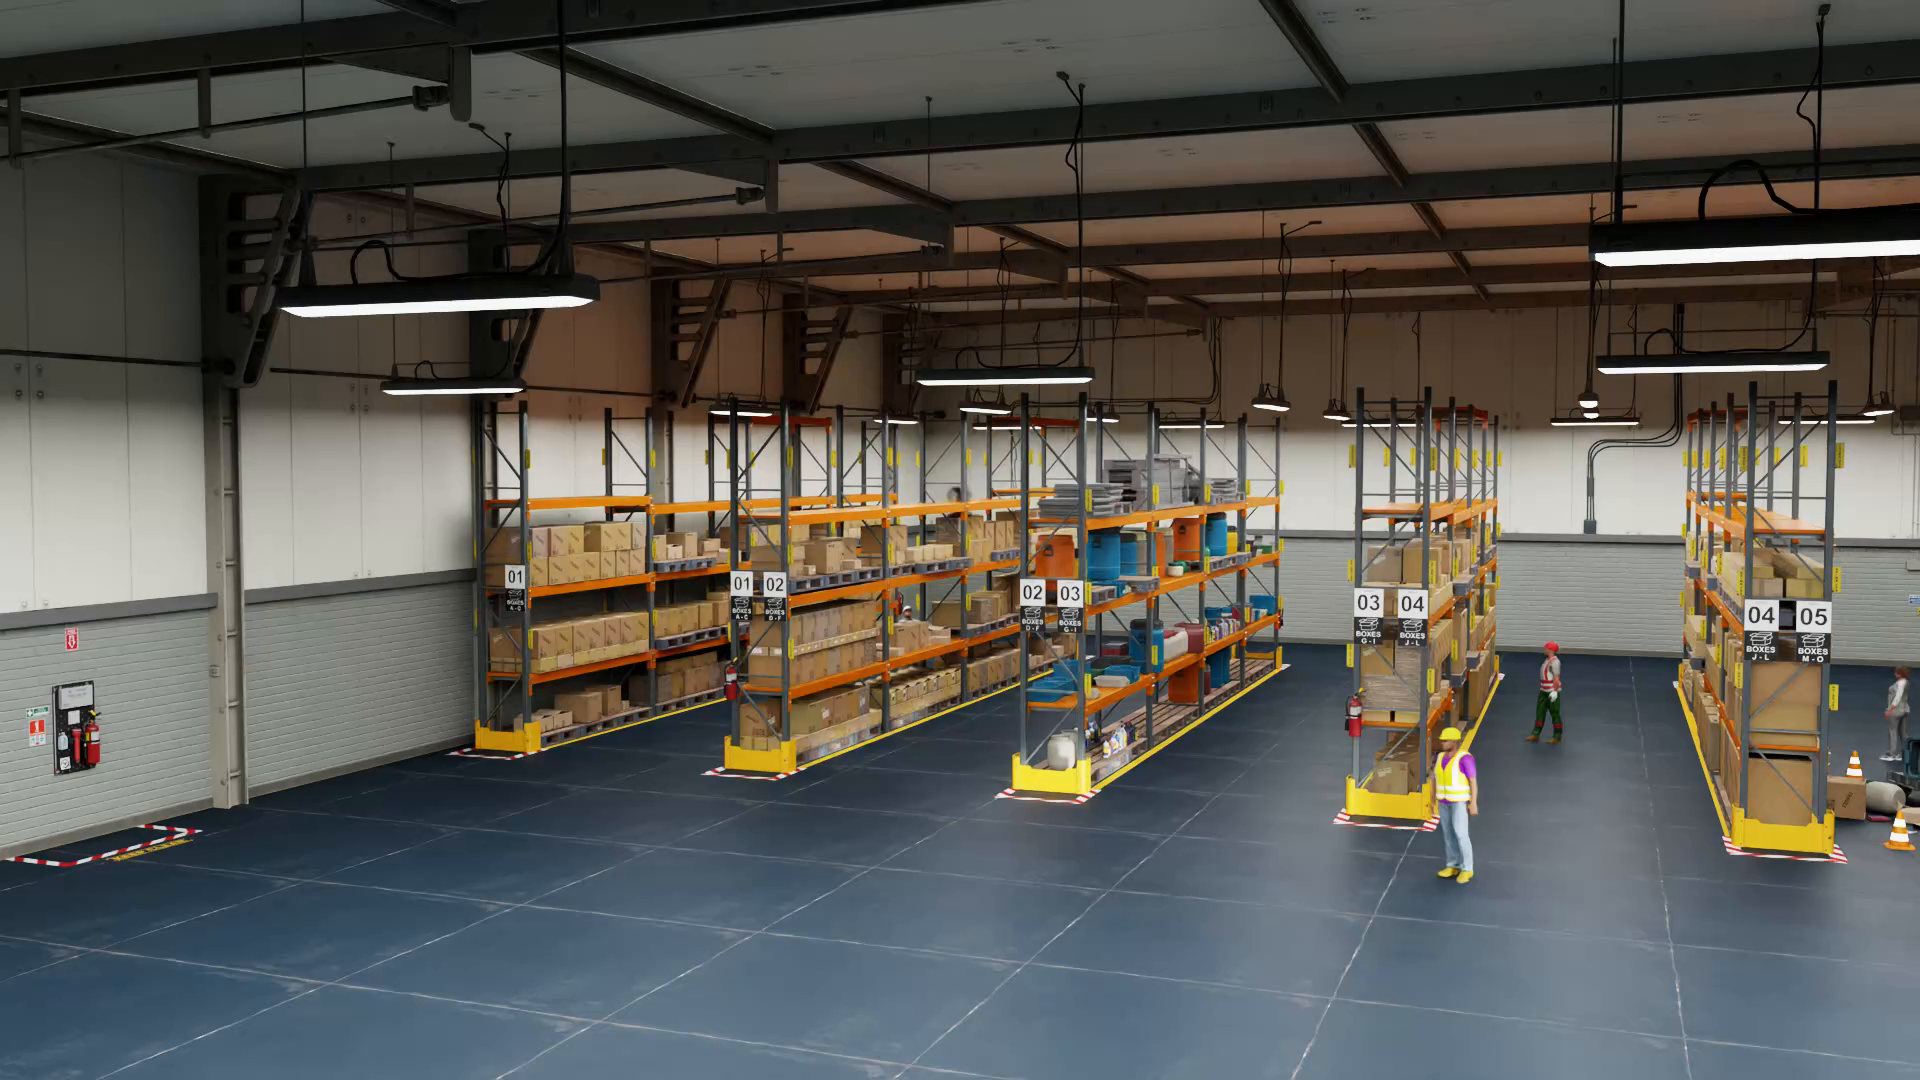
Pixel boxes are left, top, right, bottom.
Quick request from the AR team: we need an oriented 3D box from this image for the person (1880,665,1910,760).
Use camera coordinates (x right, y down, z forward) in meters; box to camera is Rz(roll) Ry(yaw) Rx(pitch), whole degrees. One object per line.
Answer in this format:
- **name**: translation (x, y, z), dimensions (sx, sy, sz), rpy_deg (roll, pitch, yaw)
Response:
- **person**: translation (15.516, 2.867, 27.567), dimensions (0.522, 1.600, 0.381), rpy_deg (-2, 3, -31)

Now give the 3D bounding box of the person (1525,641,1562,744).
- **person**: translation (10.322, 2.687, 29.351), dimensions (0.569, 1.801, 0.582), rpy_deg (0, 3, -8)

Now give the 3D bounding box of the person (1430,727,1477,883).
- **person**: translation (5.889, 3.154, 19.928), dimensions (0.395, 1.801, 0.620), rpy_deg (-2, 3, -32)

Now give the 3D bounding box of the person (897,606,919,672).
- **person**: translation (-1.186, 2.361, 37.106), dimensions (0.647, 1.751, 0.940), rpy_deg (1, 3, 22)
